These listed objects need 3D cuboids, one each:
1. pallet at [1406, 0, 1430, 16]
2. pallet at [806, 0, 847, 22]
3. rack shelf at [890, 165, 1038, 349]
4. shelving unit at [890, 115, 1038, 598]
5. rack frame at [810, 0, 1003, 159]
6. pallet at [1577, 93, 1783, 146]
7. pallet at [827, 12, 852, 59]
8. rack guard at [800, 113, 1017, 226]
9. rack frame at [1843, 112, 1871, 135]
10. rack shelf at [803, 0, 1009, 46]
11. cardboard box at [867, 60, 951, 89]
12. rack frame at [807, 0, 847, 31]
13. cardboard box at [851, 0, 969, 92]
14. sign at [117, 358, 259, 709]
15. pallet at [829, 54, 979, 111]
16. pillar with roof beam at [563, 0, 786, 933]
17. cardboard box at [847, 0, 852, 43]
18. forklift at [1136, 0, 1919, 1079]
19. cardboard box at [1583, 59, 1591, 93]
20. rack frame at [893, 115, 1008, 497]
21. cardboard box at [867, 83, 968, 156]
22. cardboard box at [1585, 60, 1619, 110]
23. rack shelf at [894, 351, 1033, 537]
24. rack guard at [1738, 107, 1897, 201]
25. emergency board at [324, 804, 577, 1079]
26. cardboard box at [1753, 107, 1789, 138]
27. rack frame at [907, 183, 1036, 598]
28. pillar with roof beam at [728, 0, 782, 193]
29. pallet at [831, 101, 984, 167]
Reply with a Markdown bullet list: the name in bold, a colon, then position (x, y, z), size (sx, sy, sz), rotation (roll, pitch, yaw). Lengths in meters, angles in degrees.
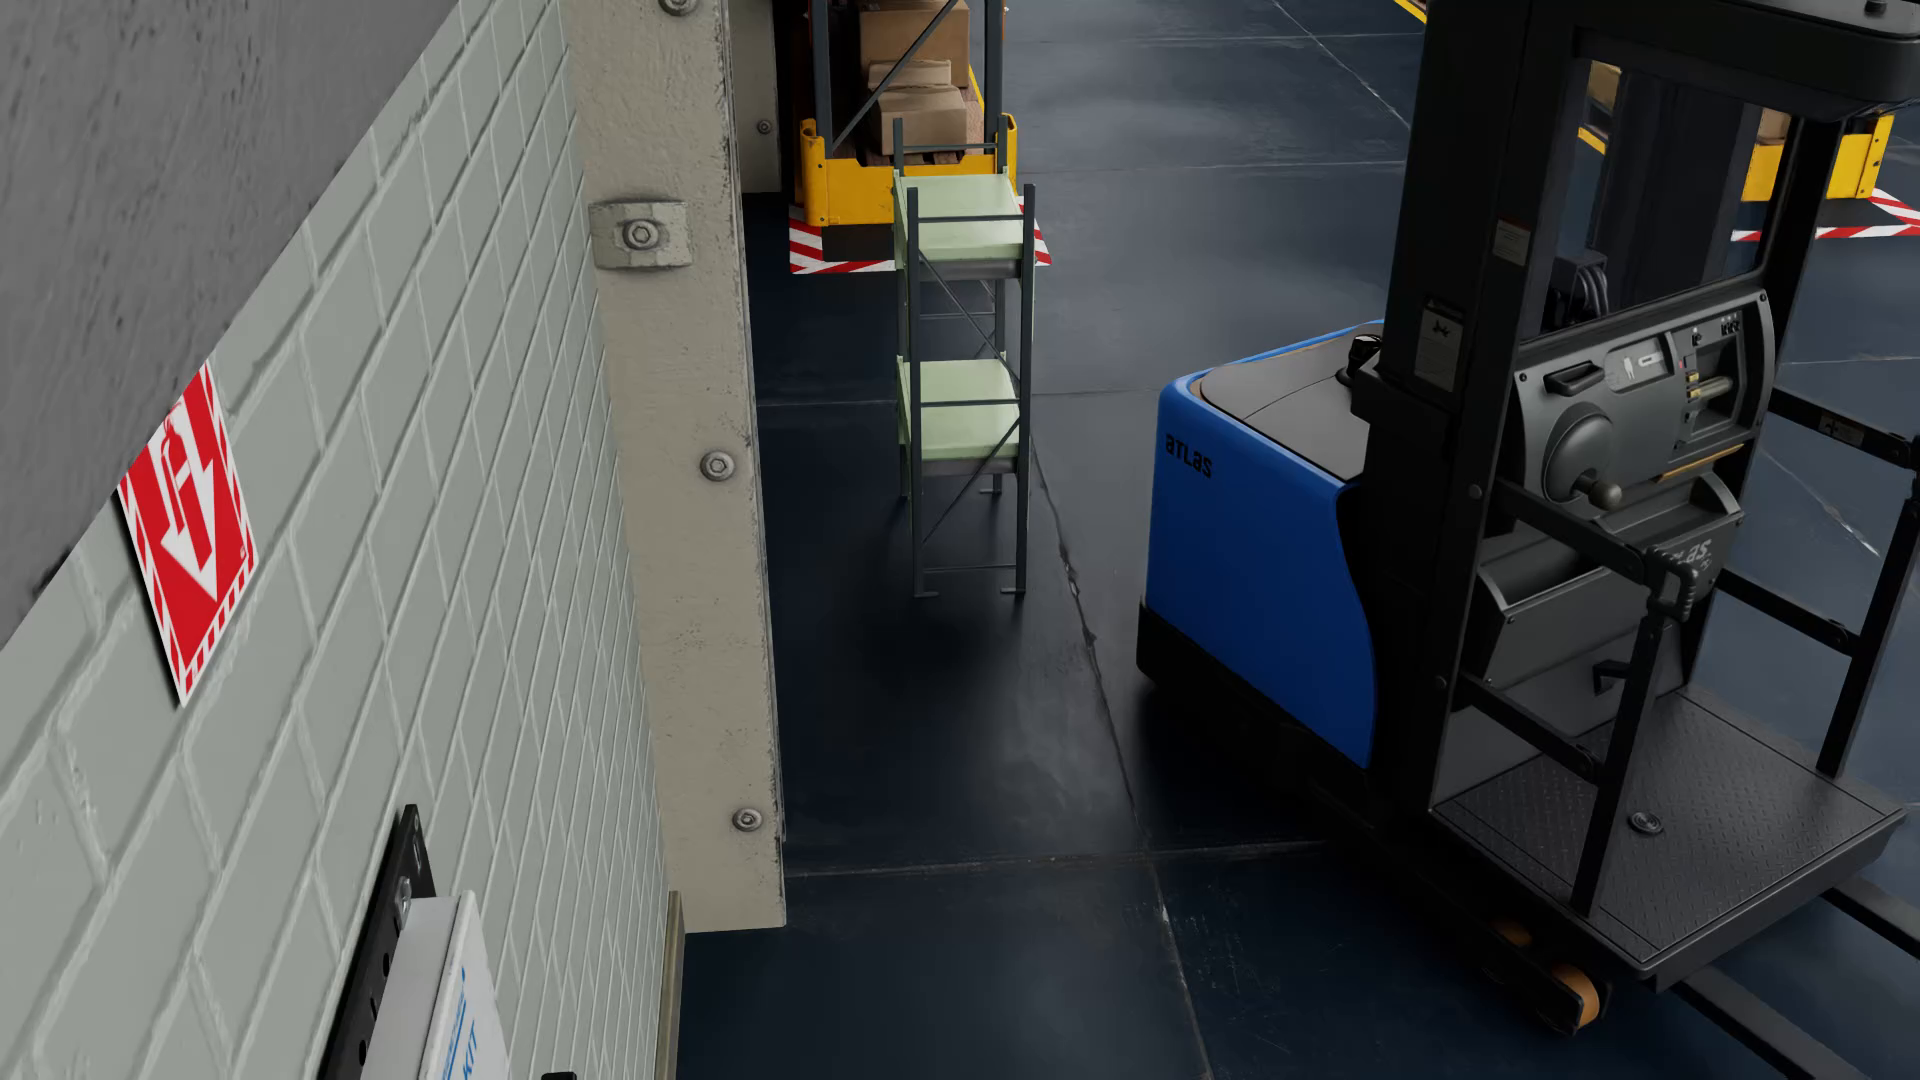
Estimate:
- **pallet**: position (4.173, -4.543, 13.649), size (1.003, 0.211, 1.213), rotation (-3, 31, -5)
- **pallet**: position (-0.725, -4.327, 13.288), size (1.003, 0.211, 1.213), rotation (-3, 31, -5)
- **rack shelf**: position (0.001, -0.976, 5.660), size (0.431, 0.370, 0.720), rotation (-3, 31, -5)
- **shelving unit**: position (0.001, -0.640, 5.860), size (0.431, 1.500, 0.755), rotation (-3, 31, -5)
- **rack frame**: position (-0.277, -3.084, 8.488), size (1.000, 3.000, 0.127), rotation (-3, 31, -5)
- **pallet**: position (4.541, -2.515, 10.254), size (1.003, 0.211, 1.213), rotation (-3, 31, -5)
- **pallet**: position (-0.553, -3.588, 12.051), size (1.003, 0.211, 1.213), rotation (-3, 31, -5)
- **rack guard**: position (-0.284, -2.050, 9.194), size (1.175, 0.500, 0.348), rotation (-3, 31, -5)
- **rack frame**: position (4.655, -3.323, 8.889), size (1.000, 3.000, 0.127), rotation (-3, 31, -5)
- **rack shelf**: position (-0.464, -3.796, 10.382), size (1.077, 0.370, 4.000), rotation (-3, 31, -5)
- **cardboard box**: position (-0.305, -2.767, 10.151), size (0.500, 0.311, 0.500), rotation (0, 31, 0)
- **rack frame**: position (-0.651, -5.126, 11.907), size (1.000, 3.000, 0.127), rotation (-3, 31, -5)
- **cardboard box**: position (-0.324, -3.225, 10.733), size (0.700, 0.500, 0.500), rotation (-5, 31, -8)
- **sign**: position (-0.549, -0.059, 1.164), size (0.001, 0.298, 0.199), rotation (-3, 31, -5)
- **pallet**: position (-0.436, -2.964, 11.006), size (1.003, 0.211, 1.213), rotation (-3, 31, -5)
- **pillar with roof beam**: position (3.643, -3.118, 2.695), size (9.100, 9.000, 0.400), rotation (-3, 31, -5)
- **cardboard box**: position (-0.514, -3.714, 11.551), size (0.500, 0.500, 0.500), rotation (-5, 31, -8)
- **forklift**: position (1.789, -0.300, 3.895), size (1.130, 2.935, 3.031), rotation (-18, 35, -27)
- **cardboard box**: position (4.203, -3.093, 10.774), size (0.500, 0.250, 0.500), rotation (-3, 31, -5)
- **rack frame**: position (-0.034, -0.827, 6.173), size (0.400, 1.500, 0.023), rotation (-3, 31, -5)
- **cardboard box**: position (-0.252, -2.476, 9.663), size (0.500, 0.311, 0.500), rotation (-6, 31, -10)
- **cardboard box**: position (4.252, -2.837, 10.347), size (0.500, 0.250, 0.500), rotation (-3, 31, -5)
- **rack shelf**: position (0.001, -0.361, 6.027), size (0.431, 0.370, 0.720), rotation (-3, 31, -5)
- **rack guard**: position (4.657, -2.238, 9.509), size (1.175, 0.500, 0.348), rotation (-3, 31, -5)
- **emergency board**: position (-0.450, 0.927, 1.773), size (0.194, 1.169, 0.643), rotation (-3, 31, -5)
- **cardboard box**: position (4.826, -2.608, 9.962), size (0.500, 0.250, 0.500), rotation (-3, 31, -5)
- **rack frame**: position (0.035, -0.454, 5.547), size (0.400, 1.500, 0.023), rotation (-3, 31, -5)
- **pillar with roof beam**: position (3.082, -6.182, 7.824), size (9.100, 9.000, 0.400), rotation (-3, 31, -5)
- **pallet**: position (-0.325, -2.342, 9.965), size (1.003, 0.211, 1.213), rotation (-3, 31, -5)
